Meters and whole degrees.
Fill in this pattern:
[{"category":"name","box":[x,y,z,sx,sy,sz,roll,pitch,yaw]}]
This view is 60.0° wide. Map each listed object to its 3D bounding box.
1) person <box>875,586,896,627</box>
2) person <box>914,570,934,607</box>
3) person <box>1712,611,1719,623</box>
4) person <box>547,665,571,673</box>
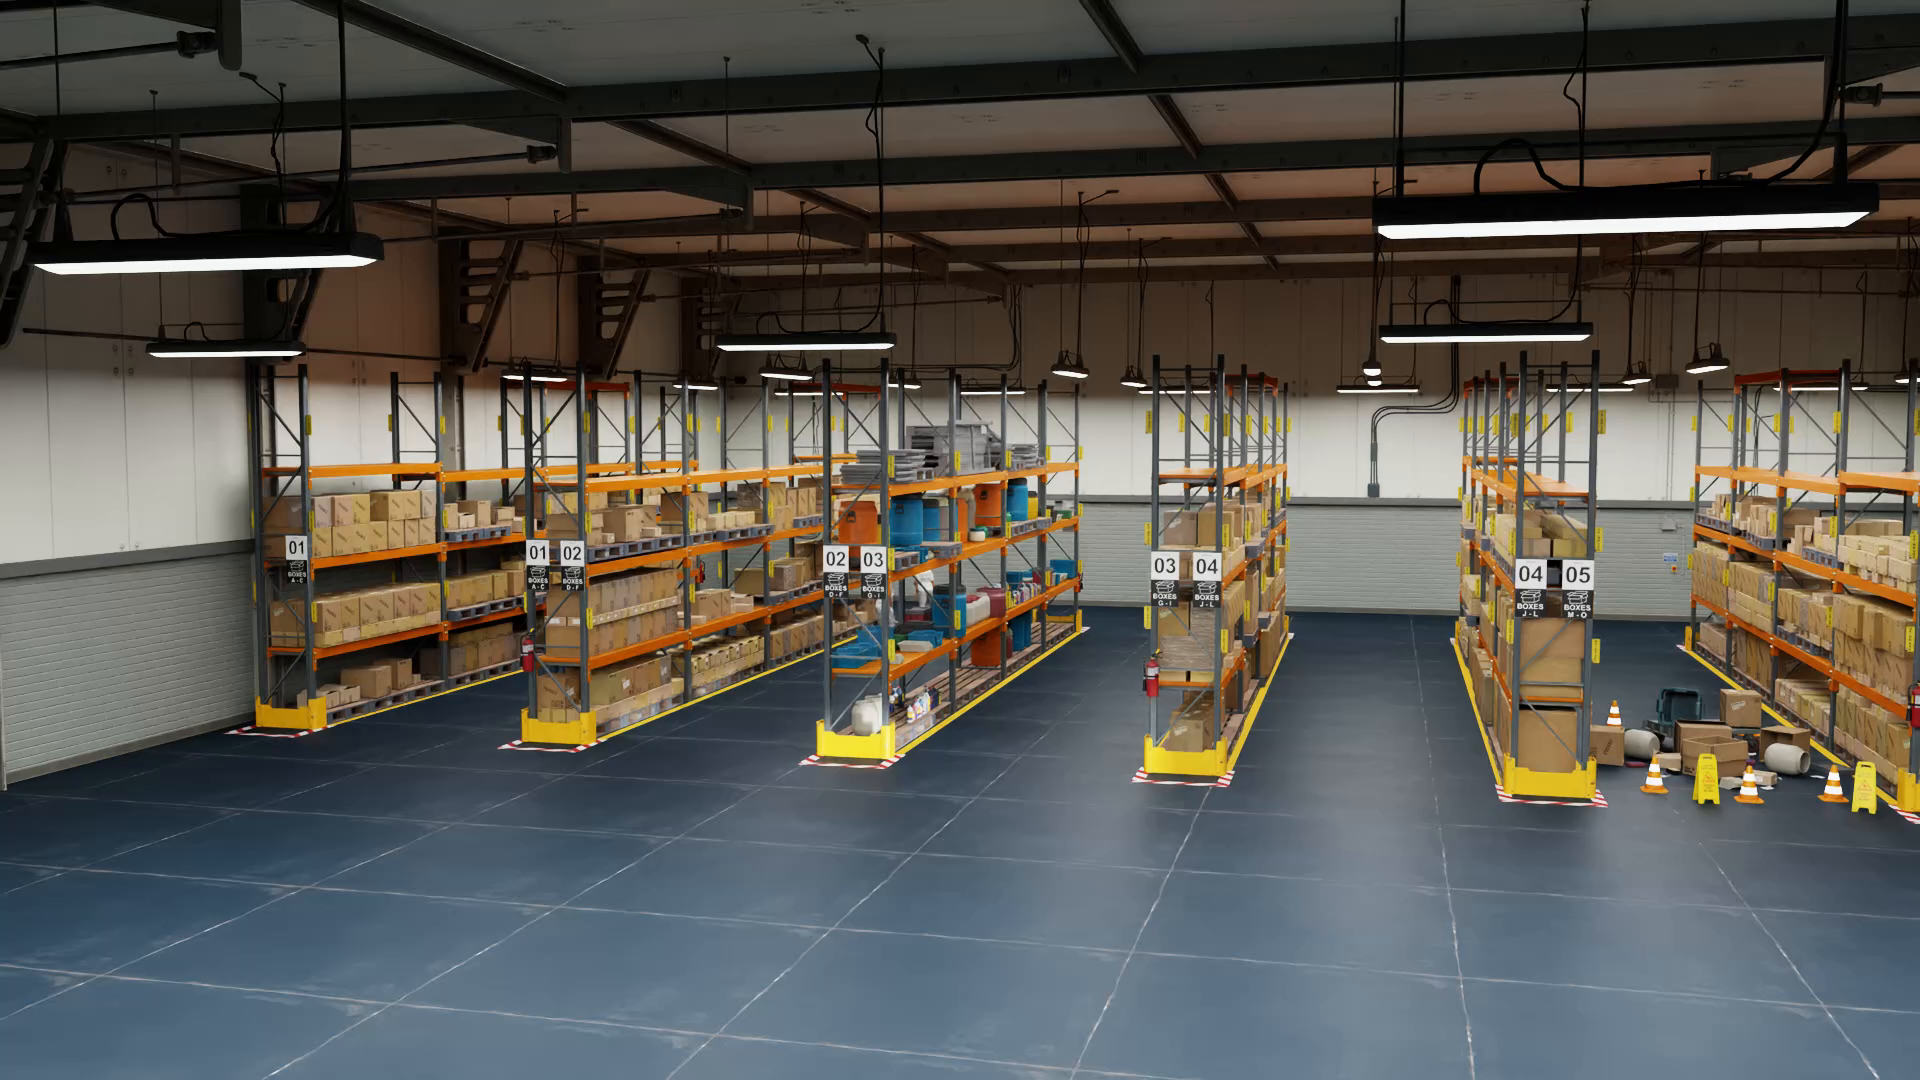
[{"category":"person","box":[-1.731,1.544,37.316,0.501,1.787,0.596,-3,5,-35]},{"category":"person","box":[-0.865,1.306,41.792,0.534,1.633,0.787,-3,5,-35]},{"category":"person","box":[18.454,1.452,40.170,0.610,1.644,0.466,-1,4,-12]},{"category":"person","box":[-7.199,2.139,29.914,0.485,1.604,0.540,0,4,0]}]
